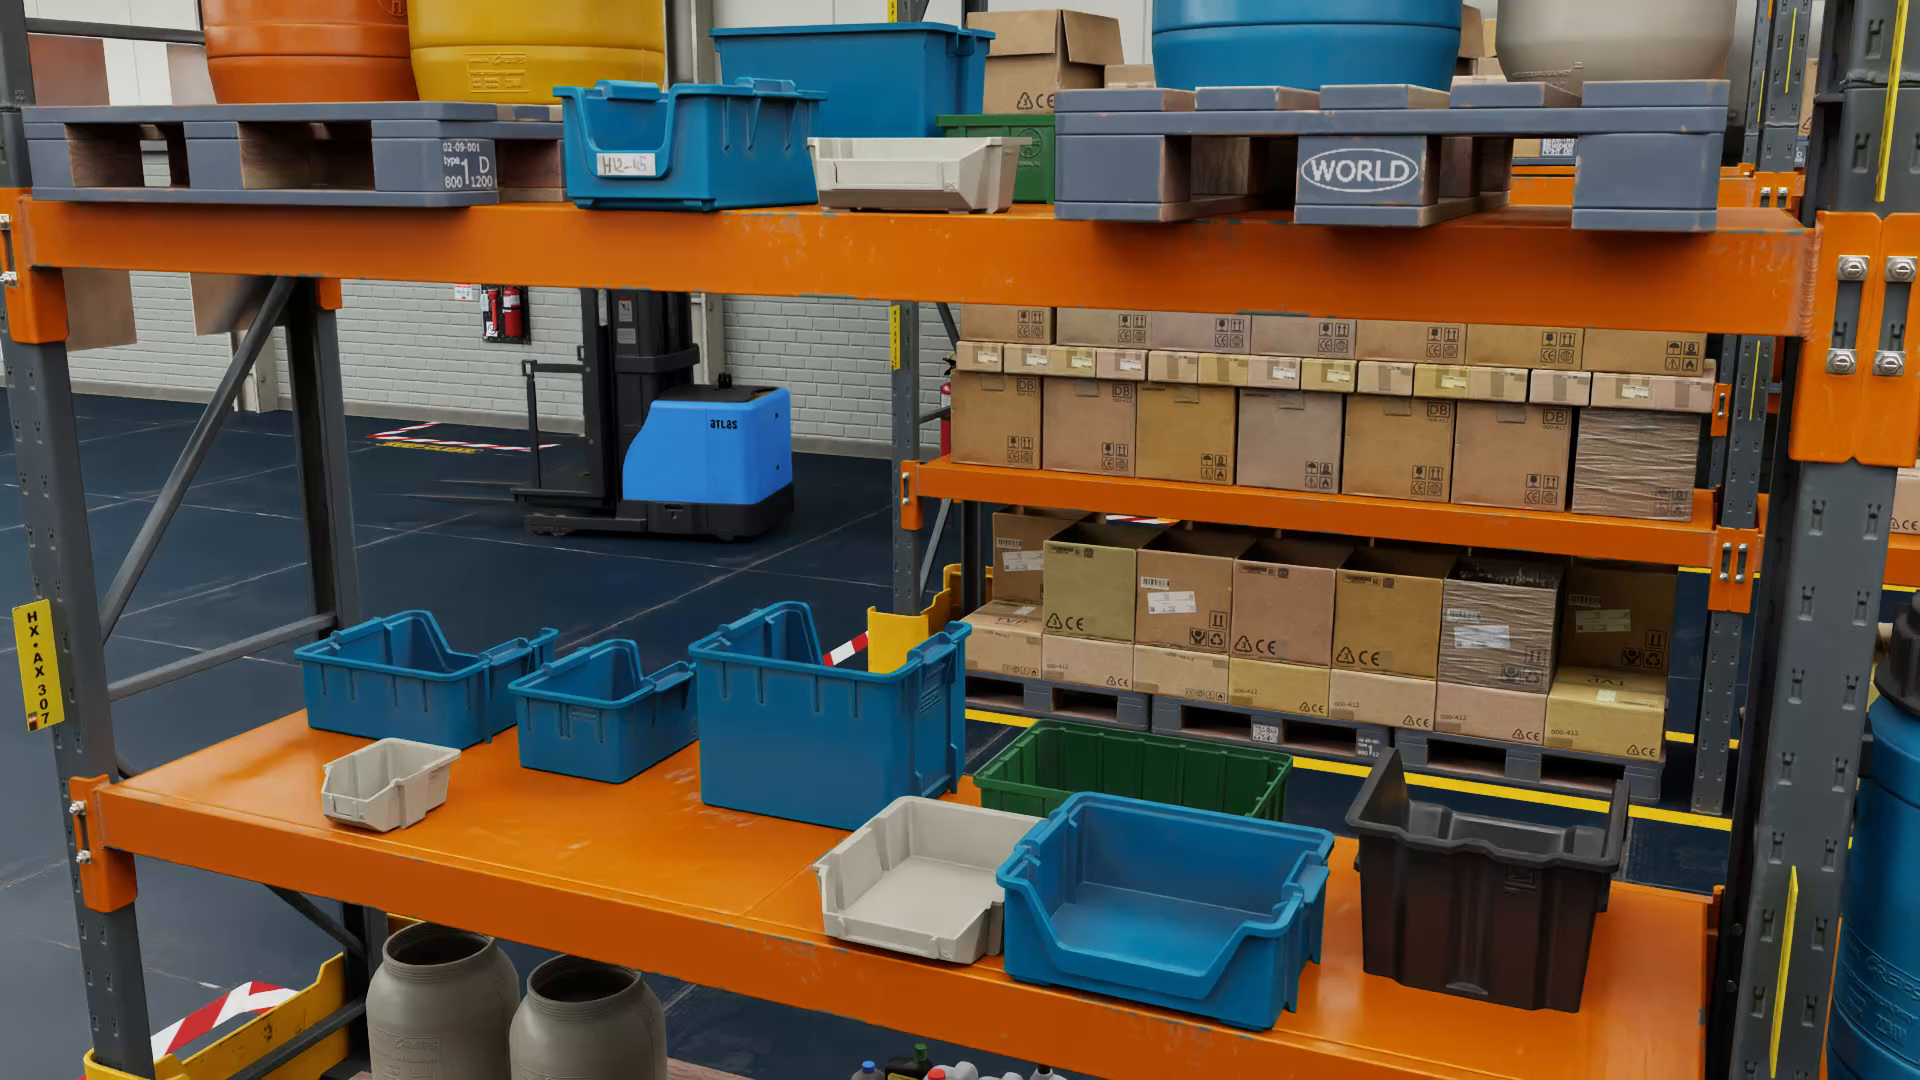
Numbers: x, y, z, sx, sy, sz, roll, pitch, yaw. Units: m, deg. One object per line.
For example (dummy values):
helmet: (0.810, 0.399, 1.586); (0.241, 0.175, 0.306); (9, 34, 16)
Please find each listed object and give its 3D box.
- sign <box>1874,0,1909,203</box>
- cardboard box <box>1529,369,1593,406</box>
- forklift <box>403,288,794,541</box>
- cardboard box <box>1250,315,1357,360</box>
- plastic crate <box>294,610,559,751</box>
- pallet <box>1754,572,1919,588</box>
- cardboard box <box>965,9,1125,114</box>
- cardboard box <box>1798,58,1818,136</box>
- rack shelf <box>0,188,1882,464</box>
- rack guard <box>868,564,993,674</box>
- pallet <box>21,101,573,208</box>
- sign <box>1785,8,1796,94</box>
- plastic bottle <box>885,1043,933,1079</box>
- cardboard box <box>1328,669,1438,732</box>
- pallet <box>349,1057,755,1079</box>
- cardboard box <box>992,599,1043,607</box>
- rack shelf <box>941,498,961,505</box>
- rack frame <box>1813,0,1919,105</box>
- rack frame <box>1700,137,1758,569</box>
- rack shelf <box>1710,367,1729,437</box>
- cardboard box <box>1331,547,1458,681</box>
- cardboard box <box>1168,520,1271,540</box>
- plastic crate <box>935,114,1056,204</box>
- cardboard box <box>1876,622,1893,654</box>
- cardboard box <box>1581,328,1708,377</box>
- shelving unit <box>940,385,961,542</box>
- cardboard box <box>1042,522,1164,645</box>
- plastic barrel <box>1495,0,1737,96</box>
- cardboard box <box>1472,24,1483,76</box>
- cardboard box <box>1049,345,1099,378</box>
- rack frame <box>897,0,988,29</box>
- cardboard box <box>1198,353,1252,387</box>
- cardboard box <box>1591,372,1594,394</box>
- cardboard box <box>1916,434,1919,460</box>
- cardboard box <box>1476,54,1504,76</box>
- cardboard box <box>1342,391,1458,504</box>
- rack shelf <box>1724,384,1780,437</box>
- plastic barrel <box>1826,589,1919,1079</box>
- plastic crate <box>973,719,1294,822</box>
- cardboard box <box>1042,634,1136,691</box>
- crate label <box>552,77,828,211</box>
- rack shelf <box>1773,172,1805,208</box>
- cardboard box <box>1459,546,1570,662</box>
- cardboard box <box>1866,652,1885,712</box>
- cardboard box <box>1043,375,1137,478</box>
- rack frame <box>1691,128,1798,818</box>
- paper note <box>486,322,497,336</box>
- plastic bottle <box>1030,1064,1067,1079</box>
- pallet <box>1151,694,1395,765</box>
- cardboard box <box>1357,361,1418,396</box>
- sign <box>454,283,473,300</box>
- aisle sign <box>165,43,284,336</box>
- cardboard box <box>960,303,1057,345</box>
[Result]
sign: (1.311, -0.641, 2.337); (0.005, 0.325, 0.100); (6, 14, 23)
cardboard box: (2.753, -0.717, 7.605); (0.250, 0.149, 0.380); (5, 14, 22)
forklift: (-2.911, -1.570, 13.030); (3.031, 2.935, 1.130); (3, 13, 12)
cardboard box: (1.769, -1.184, 8.177); (0.500, 0.500, 0.700); (6, 14, 23)
plastic crate: (-1.534, 0.395, 4.829); (0.616, 0.251, 0.499); (6, 14, 23)
pallet: (6.269, 0.069, 11.997); (1.213, 0.211, 1.003); (6, 14, 23)
cardboard box: (0.421, -2.424, 8.502); (0.637, 0.503, 0.797); (7, 15, 27)
cardboard box: (6.024, -3.006, 11.295); (0.500, 0.500, 0.500); (8, 15, 31)
rack shelf: (-0.284, -0.586, 3.694); (4.000, 0.370, 1.077); (6, 14, 23)
rack guard: (-0.125, 0.520, 9.446); (0.348, 0.500, 1.175); (6, 14, 23)
pallet: (-1.396, -0.932, 4.009); (1.213, 0.211, 1.003); (6, 14, 23)
sign: (3.331, -1.959, 6.668); (0.005, 0.325, 0.100); (6, 14, 23)
plastic bottle: (-0.142, 1.533, 4.639); (0.133, 0.283, 0.061); (6, 15, 25)
cardboard box: (2.125, 0.721, 8.218); (0.500, 0.250, 0.500); (6, 14, 23)
pallet: (-1.284, 1.770, 4.748); (1.213, 0.211, 1.003); (6, 14, 23)
cardboard box: (0.507, 0.427, 9.468); (0.500, 0.250, 0.500); (6, 14, 23)
rack shelf: (-0.013, -0.309, 12.688); (0.180, 0.103, 0.258); (6, 14, 23)
rack frame: (1.544, -2.211, 2.480); (0.127, 3.000, 1.000); (6, 14, 23)
rack frame: (5.557, -1.360, 11.984); (0.127, 3.000, 1.000); (6, 14, 23)
rack shelf: (3.728, -1.195, 12.855); (4.000, 0.370, 1.077); (6, 14, 23)
cardboard box: (2.130, 0.353, 8.143); (0.500, 0.500, 0.500); (6, 14, 23)
cardboard box: (1.428, 0.151, 9.003); (0.500, 0.500, 0.500); (6, 14, 23)
plastic crate: (0.212, -0.851, 3.712); (0.450, 0.188, 0.336); (6, 14, 23)
cardboard box: (4.519, 0.561, 7.671); (0.500, 0.311, 0.500); (6, 15, 25)
cardboard box: (3.146, -1.045, 7.583); (0.500, 0.500, 0.700); (6, 14, 24)
shelving unit: (-0.013, -0.585, 12.623); (0.189, 1.200, 0.258); (6, 14, 23)
cardboard box: (0.755, 0.216, 8.726); (0.500, 0.500, 0.500); (6, 14, 23)
plastic barrel: (1.230, -1.091, 3.107); (0.421, 0.512, 0.421); (0, 13, 0)
cardboard box: (3.802, -3.604, 12.529); (0.500, 0.500, 0.500); (6, 14, 23)
cardboard box: (0.638, -0.931, 8.517); (0.250, 0.149, 0.380); (6, 14, 23)
rack frame: (-0.103, -3.616, 8.465); (0.127, 3.000, 1.000); (6, 14, 23)
cardboard box: (1.347, -0.859, 8.213); (0.250, 0.149, 0.380); (6, 14, 23)
cardboard box: (2.920, -0.801, 7.965); (0.250, 0.149, 0.380); (5, 14, 22)
cardboard box: (6.641, -0.618, 11.688); (0.500, 0.250, 0.500); (5, 14, 22)
cardboard box: (2.707, -2.166, 7.823); (0.500, 0.311, 0.500); (5, 14, 20)
cardboard box: (2.204, -0.508, 8.135); (0.500, 0.500, 0.700); (6, 14, 24)
rack shelf: (7.386, -0.825, 11.278); (4.000, 0.370, 1.077); (6, 14, 23)
plastic barrel: (1.775, 0.564, 2.686); (0.708, 0.901, 0.600); (6, 14, 23)
plastic crate: (0.417, 0.628, 3.976); (0.662, 0.188, 0.450); (6, 14, 23)
cardboard box: (0.756, 0.581, 8.813); (0.500, 0.250, 0.500); (6, 14, 23)
crate label: (-0.535, -0.807, 3.385); (0.408, 0.251, 0.502); (6, 14, 23)
rack shelf: (5.383, -1.250, 6.524); (4.000, 0.370, 1.077); (6, 14, 23)
cardboard box: (2.796, 0.291, 8.405); (0.500, 0.500, 0.500); (6, 14, 23)
cardboard box: (3.831, 0.627, 7.391); (0.500, 0.311, 0.500); (6, 14, 23)
cardboard box: (0.801, -0.650, 8.741); (0.500, 0.500, 0.700); (6, 15, 25)
rack frame: (3.554, -0.325, 7.573); (0.127, 3.000, 1.000); (6, 14, 23)
paper note: (-4.973, -2.240, 17.662); (0.142, 0.148, 0.016); (6, 14, 23)
plastic bottle: (0.243, 1.549, 4.421); (0.185, 0.351, 0.144); (6, 15, 26)
pallet: (1.724, 0.838, 8.722); (1.213, 0.211, 1.003); (6, 14, 23)
cardboard box: (2.058, -0.788, 7.906); (0.250, 0.149, 0.380); (6, 15, 25)
sign: (-5.303, -2.728, 17.736); (0.234, 0.329, 0.001); (6, 14, 23)
aisle sign: (-2.058, -0.995, 4.739); (0.004, 0.787, 0.394); (6, 14, 23)
cardboard box: (0.367, -1.325, 8.775); (0.500, 0.500, 0.700); (6, 14, 23)
